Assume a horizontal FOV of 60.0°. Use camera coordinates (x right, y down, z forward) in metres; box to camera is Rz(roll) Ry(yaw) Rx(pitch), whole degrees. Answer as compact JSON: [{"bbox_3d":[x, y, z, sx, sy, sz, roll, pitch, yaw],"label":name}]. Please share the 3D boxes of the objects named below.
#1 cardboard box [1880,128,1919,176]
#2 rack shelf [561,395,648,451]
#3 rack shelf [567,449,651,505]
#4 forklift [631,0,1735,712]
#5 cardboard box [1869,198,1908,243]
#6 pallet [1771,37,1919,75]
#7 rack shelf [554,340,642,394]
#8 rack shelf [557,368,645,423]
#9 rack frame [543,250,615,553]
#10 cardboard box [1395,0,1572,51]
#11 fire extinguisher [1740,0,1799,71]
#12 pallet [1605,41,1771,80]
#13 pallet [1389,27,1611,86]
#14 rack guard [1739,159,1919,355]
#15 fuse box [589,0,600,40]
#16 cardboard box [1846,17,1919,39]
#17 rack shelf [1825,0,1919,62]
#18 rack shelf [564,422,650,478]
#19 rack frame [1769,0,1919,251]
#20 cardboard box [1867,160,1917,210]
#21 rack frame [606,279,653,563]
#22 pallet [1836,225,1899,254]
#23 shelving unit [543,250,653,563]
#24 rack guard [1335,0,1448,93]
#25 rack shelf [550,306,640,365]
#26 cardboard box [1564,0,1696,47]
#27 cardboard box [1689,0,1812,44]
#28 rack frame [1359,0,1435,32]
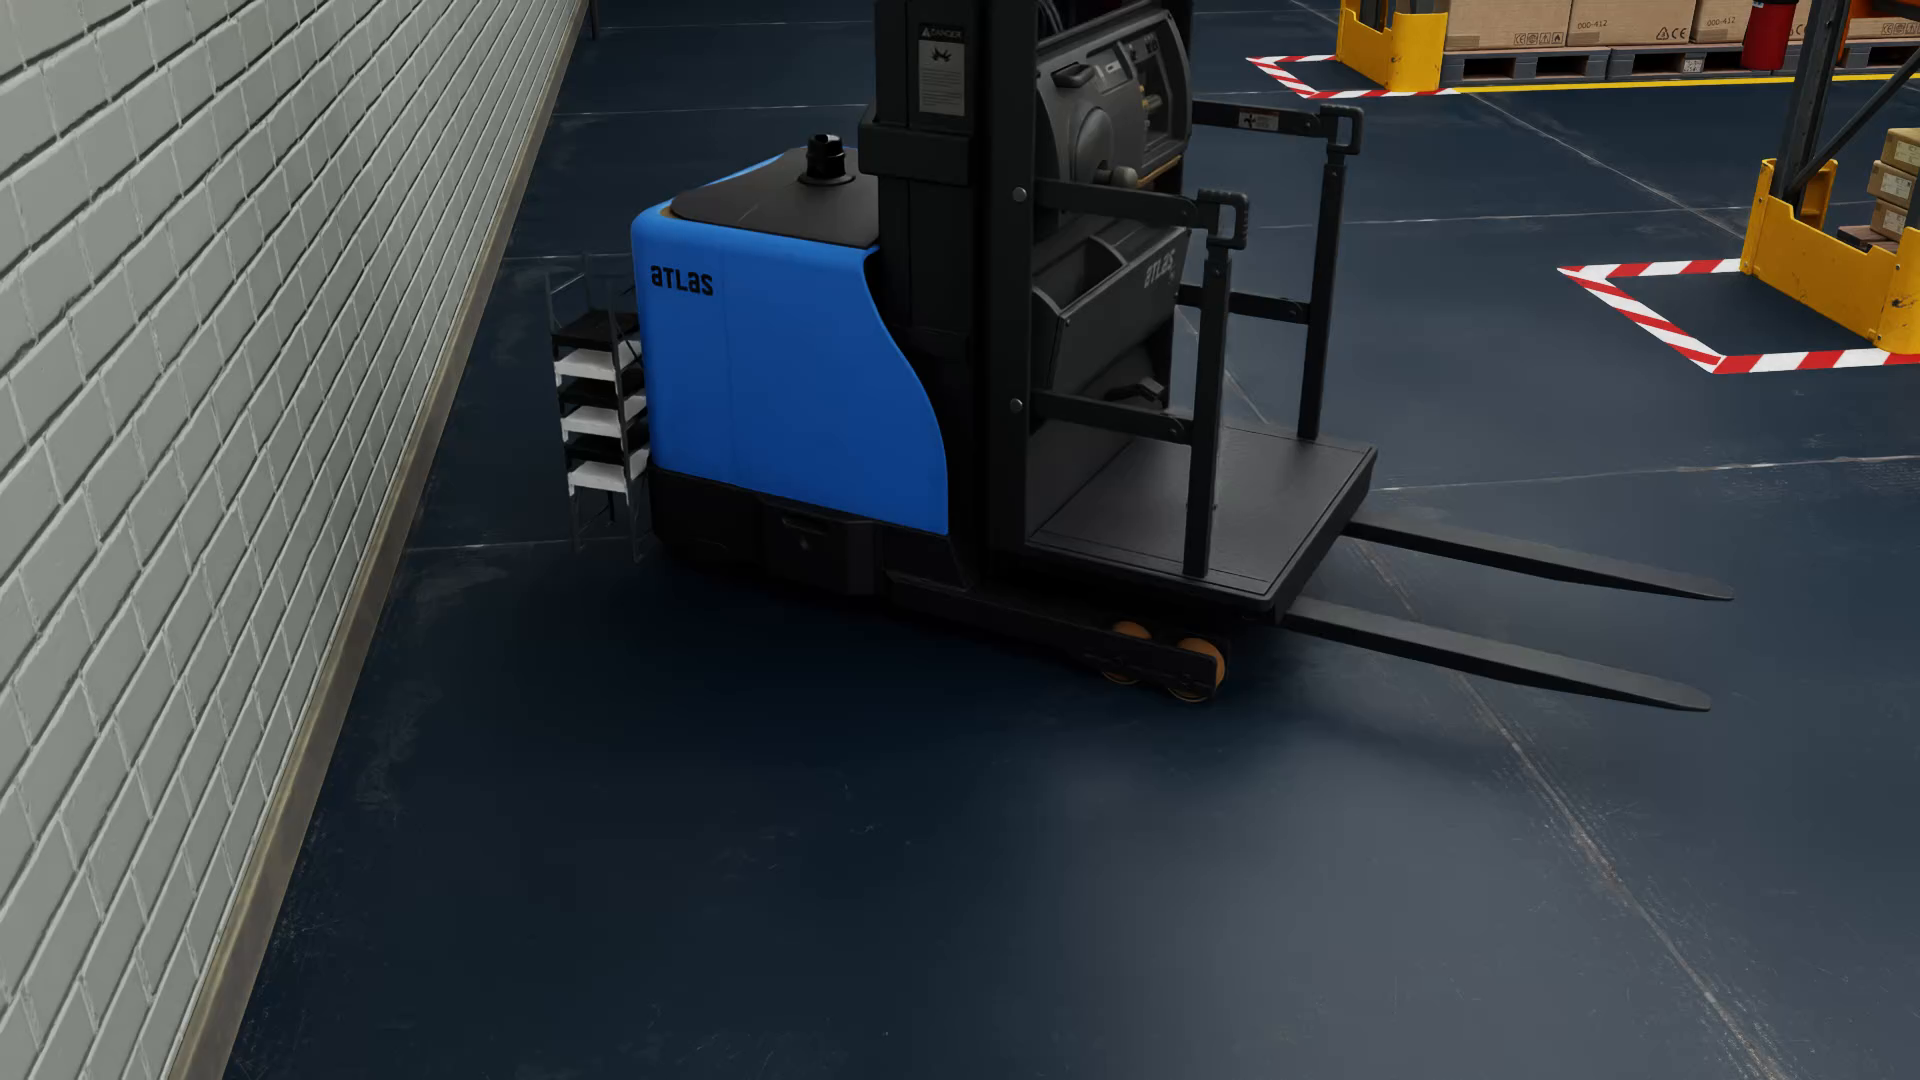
[{"bbox_3d":[4.257,-1.678,7.247,0.250,0.149,0.380,-3,27,-7],"label":"cardboard box"},{"bbox_3d":[-1.058,-0.367,5.053,0.200,0.077,0.258,9,28,16],"label":"rack shelf"},{"bbox_3d":[-1.058,-0.207,5.135,0.200,0.077,0.258,9,28,16],"label":"rack shelf"},{"bbox_3d":[0.598,-1.152,4.284,3.031,2.935,1.130,13,30,24],"label":"forklift"},{"bbox_3d":[4.260,-1.393,7.342,0.250,0.149,0.380,-3,27,-6],"label":"cardboard box"},{"bbox_3d":[6.175,-3.579,11.994,1.213,0.211,1.003,-4,27,-7],"label":"pallet"},{"bbox_3d":[-1.058,-0.528,4.971,0.200,0.077,0.258,9,28,16],"label":"rack shelf"},{"bbox_3d":[-1.058,-0.447,5.012,0.200,0.077,0.258,9,28,16],"label":"rack shelf"},{"bbox_3d":[-1.154,-0.412,5.067,0.006,0.900,0.240,9,28,16],"label":"rack frame"},{"bbox_3d":[3.618,-3.712,11.546,0.875,0.438,0.875,-5,28,-9],"label":"cardboard box"},{"bbox_3d":[3.454,-2.339,7.017,0.183,0.674,0.296,-4,27,-7],"label":"fire extinguisher"},{"bbox_3d":[4.964,-3.500,11.840,1.213,0.211,1.003,-4,27,-7],"label":"pallet"},{"bbox_3d":[3.759,-3.424,11.692,1.213,0.211,1.003,-4,27,-7],"label":"pallet"},{"bbox_3d":[3.843,-1.240,7.119,0.348,0.500,1.175,-4,27,-7],"label":"rack guard"},{"bbox_3d":[-2.751,-4.595,12.331,0.414,1.711,0.539,-4,27,-7],"label":"fuse box"},{"bbox_3d":[6.302,-3.888,11.889,0.875,0.438,0.875,-4,27,-8],"label":"cardboard box"},{"bbox_3d":[5.748,-2.154,6.951,4.000,0.370,1.077,-4,27,-7],"label":"rack shelf"},{"bbox_3d":[-1.058,-0.287,5.094,0.200,0.077,0.258,9,28,16],"label":"rack shelf"},{"bbox_3d":[3.768,-2.347,6.539,0.127,3.000,1.000,-4,27,-7],"label":"rack frame"},{"bbox_3d":[4.250,-1.560,7.342,0.250,0.149,0.380,-4,27,-8],"label":"cardboard box"},{"bbox_3d":[-0.961,-0.382,5.010,0.006,0.900,0.240,9,28,16],"label":"rack frame"},{"bbox_3d":[4.652,-1.147,7.254,1.213,0.211,1.003,-4,27,-7],"label":"pallet"},{"bbox_3d":[-1.058,-0.397,5.038,0.210,0.900,0.258,9,28,16],"label":"shelving unit"},{"bbox_3d":[2.954,-3.465,11.455,0.348,0.500,1.175,-4,27,-7],"label":"rack guard"},{"bbox_3d":[-1.058,-0.608,4.930,0.200,0.077,0.258,9,28,16],"label":"rack shelf"},{"bbox_3d":[4.523,-3.774,11.667,0.875,0.438,0.875,-3,27,-6],"label":"cardboard box"},{"bbox_3d":[5.416,-3.831,11.777,0.875,0.438,0.875,-4,27,-9],"label":"cardboard box"},{"bbox_3d":[2.978,-4.578,10.887,0.127,3.000,1.000,-4,27,-7],"label":"rack frame"}]
